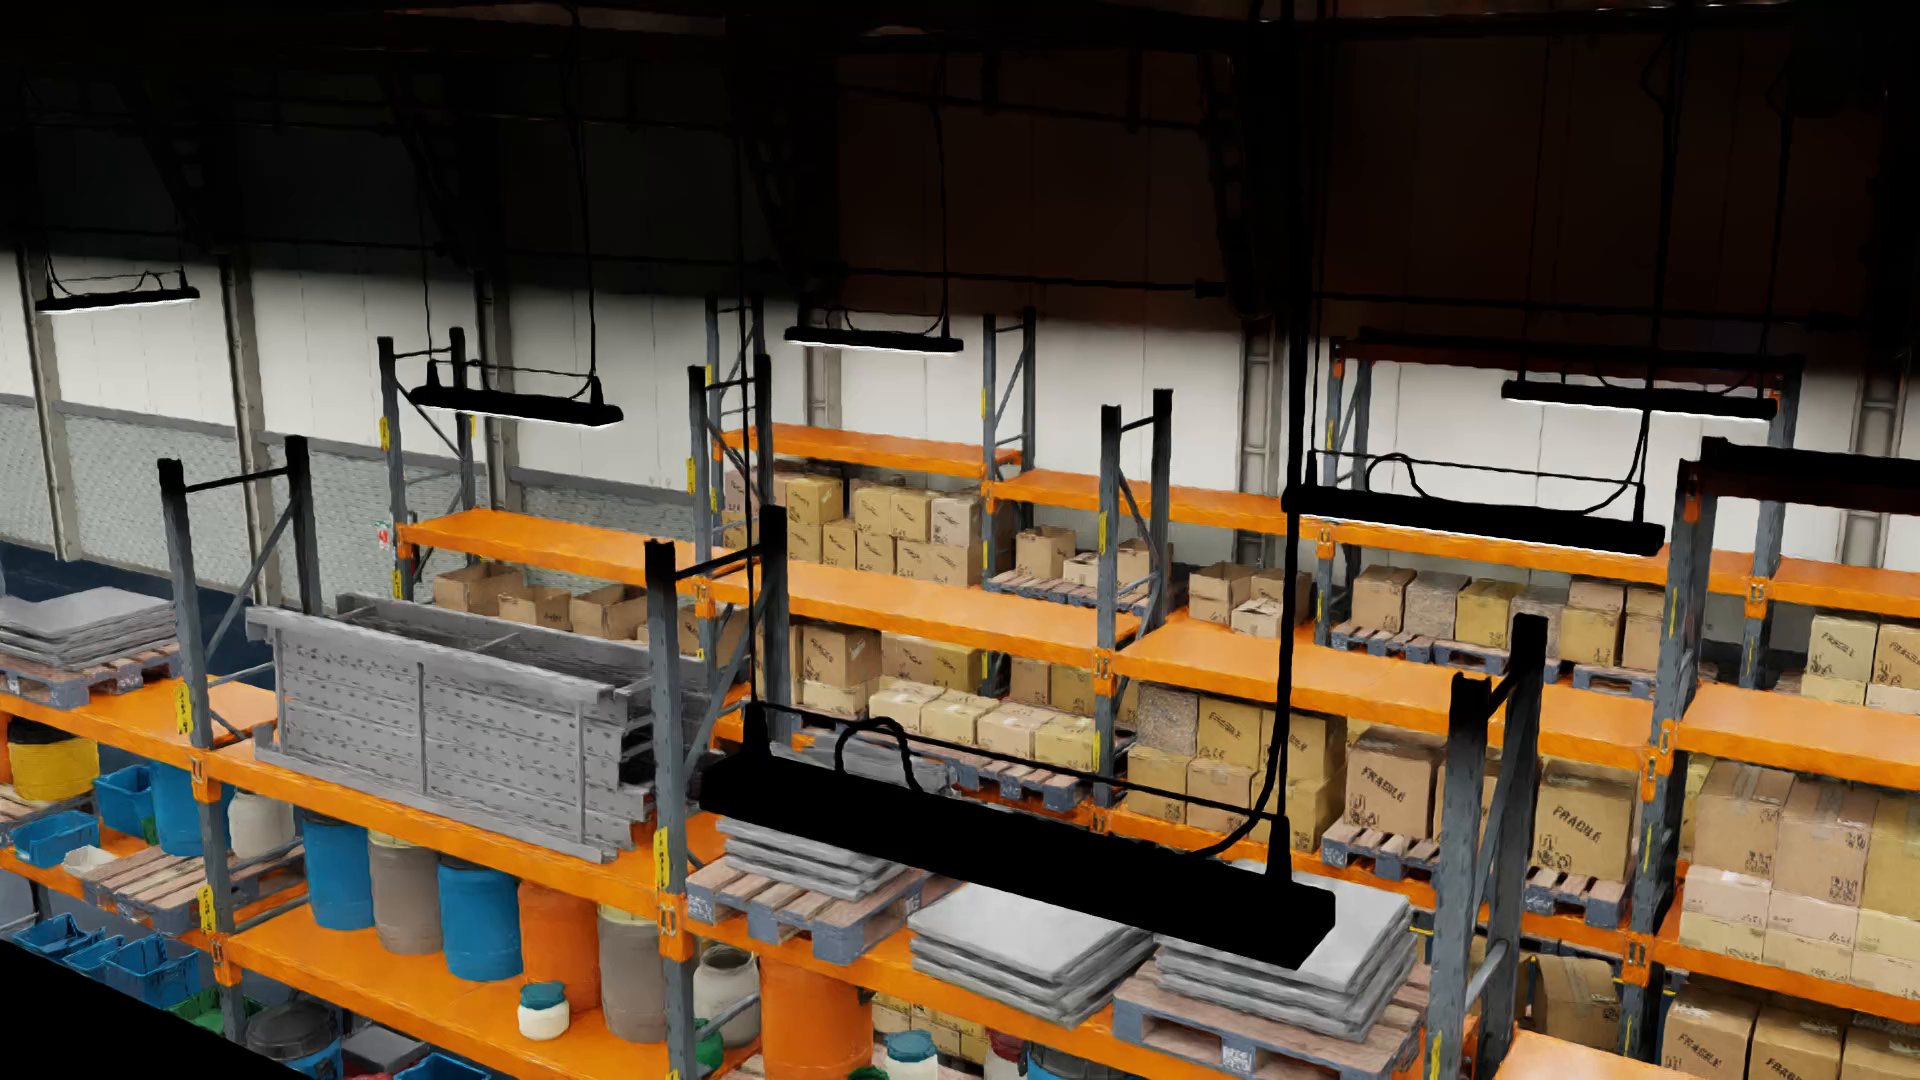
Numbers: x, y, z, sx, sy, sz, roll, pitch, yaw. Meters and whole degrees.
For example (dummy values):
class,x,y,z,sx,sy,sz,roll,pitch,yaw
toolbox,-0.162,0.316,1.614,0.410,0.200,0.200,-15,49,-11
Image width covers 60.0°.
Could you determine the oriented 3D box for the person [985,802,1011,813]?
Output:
class,x,y,z,sx,sy,sz,roll,pitch,yaw
person,0.424,3.358,16.305,0.802,1.619,0.632,10,17,35
